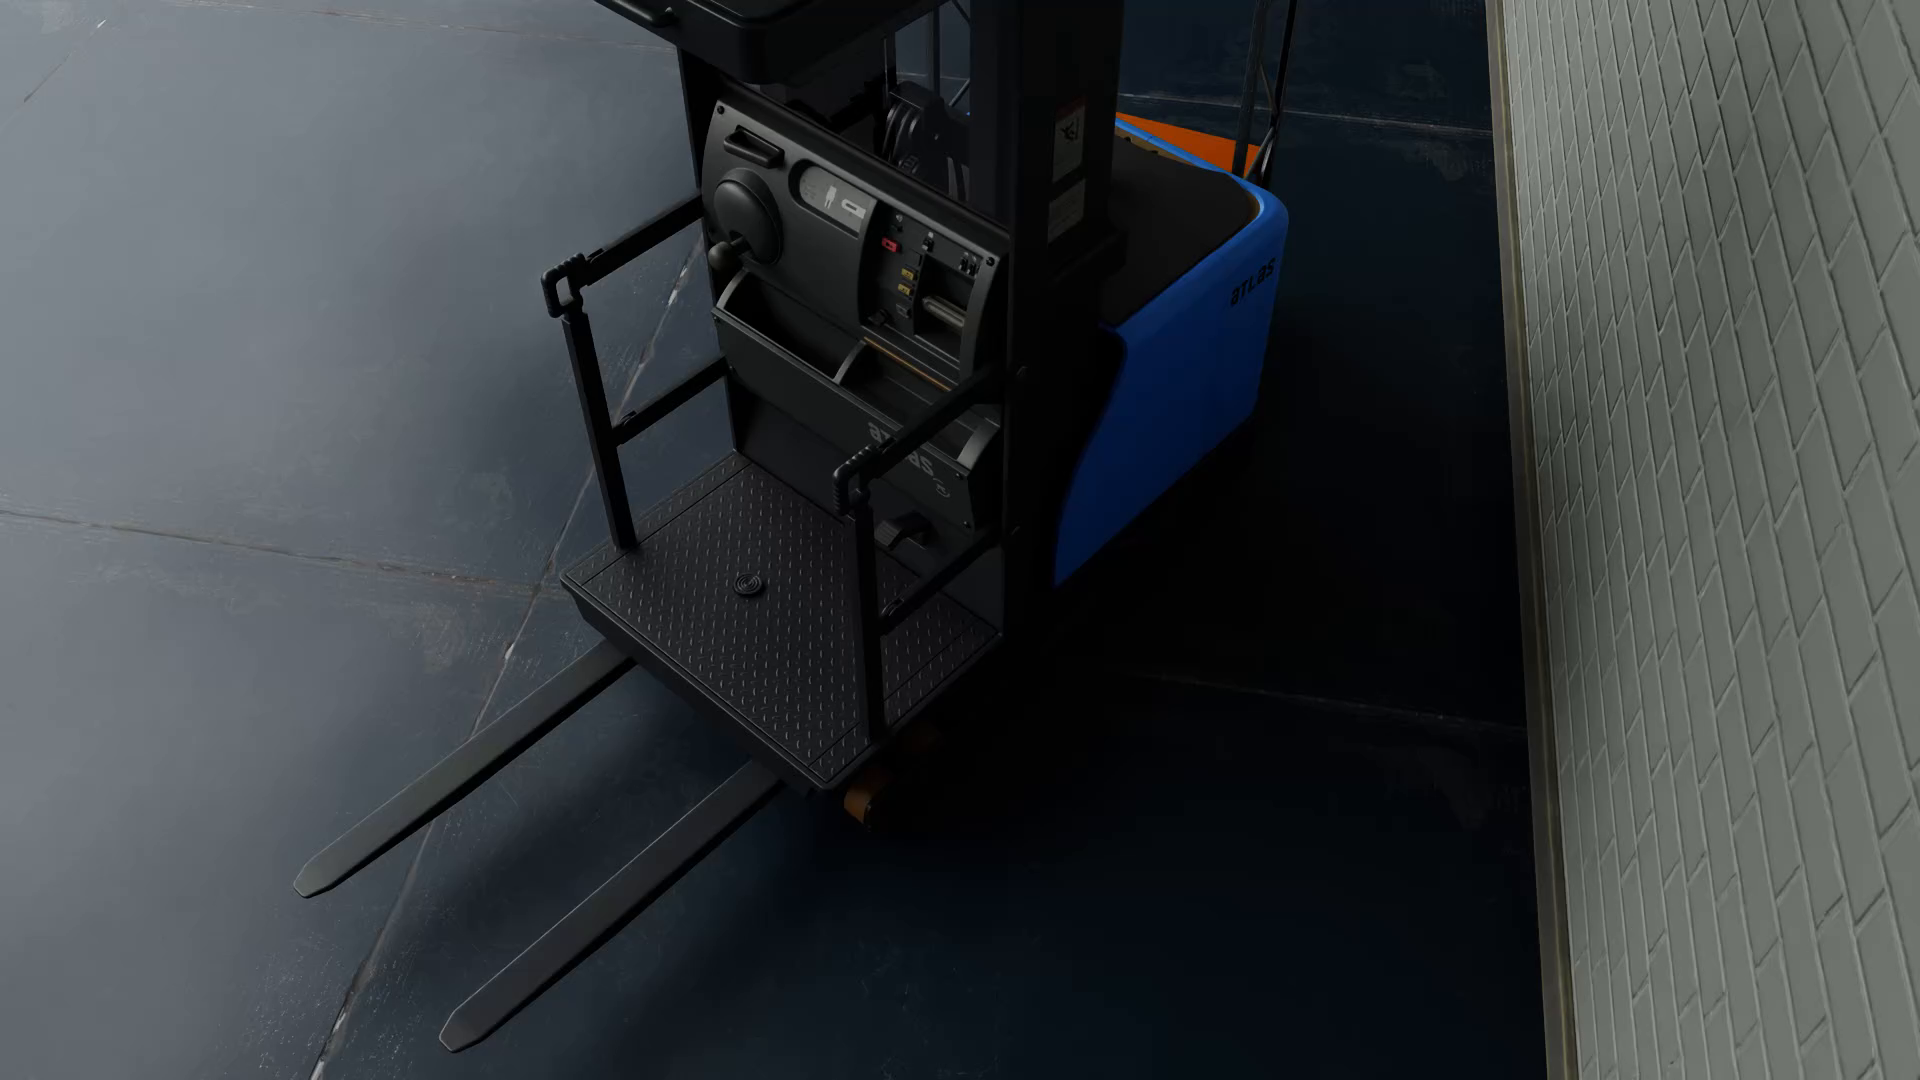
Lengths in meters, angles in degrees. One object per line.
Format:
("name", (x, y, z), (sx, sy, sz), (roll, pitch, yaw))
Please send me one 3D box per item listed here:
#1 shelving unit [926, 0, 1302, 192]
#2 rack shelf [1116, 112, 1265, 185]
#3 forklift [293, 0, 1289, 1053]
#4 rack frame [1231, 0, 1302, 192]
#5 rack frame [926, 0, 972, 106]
("shelving unit", (0.466, -1.352, 5.457), (1.083, 1.500, 0.587), (18, 50, 16))
("rack shelf", (0.475, -1.229, 5.588), (1.000, 0.185, 0.538), (18, 50, 16))
("forklift", (-0.417, -0.636, 3.851), (1.130, 2.935, 3.031), (34, 56, 27))
("rack frame", (0.941, -1.198, 5.318), (0.032, 1.500, 0.500), (18, 50, 16))
("rack frame", (0.009, -1.501, 5.590), (0.032, 1.500, 0.500), (18, 50, 16))
